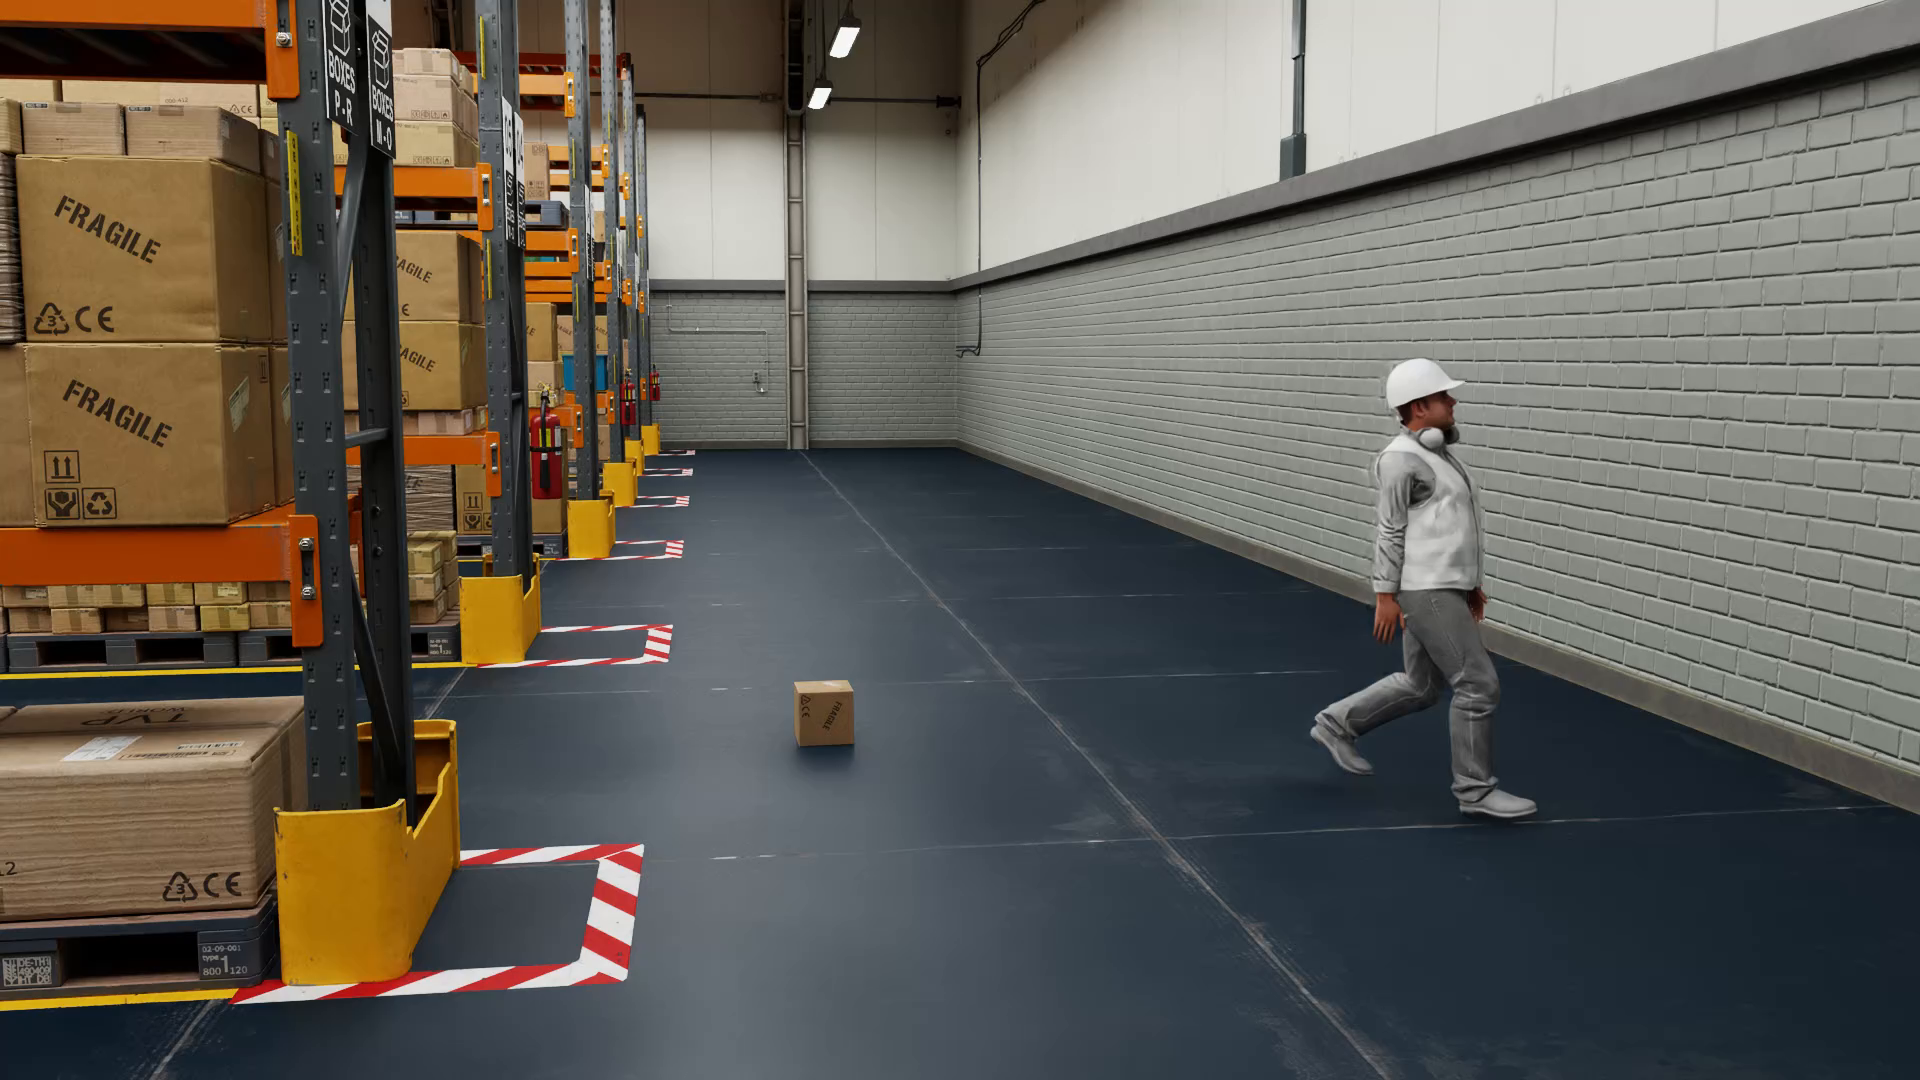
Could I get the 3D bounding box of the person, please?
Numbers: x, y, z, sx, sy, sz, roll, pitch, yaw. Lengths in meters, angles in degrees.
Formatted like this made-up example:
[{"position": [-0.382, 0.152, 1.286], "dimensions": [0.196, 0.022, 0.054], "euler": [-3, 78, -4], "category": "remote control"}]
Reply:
[{"position": [1.800, 0.169, 6.441], "dimensions": [0.934, 1.734, 0.543], "euler": [4, 7, 29], "category": "person"}]
